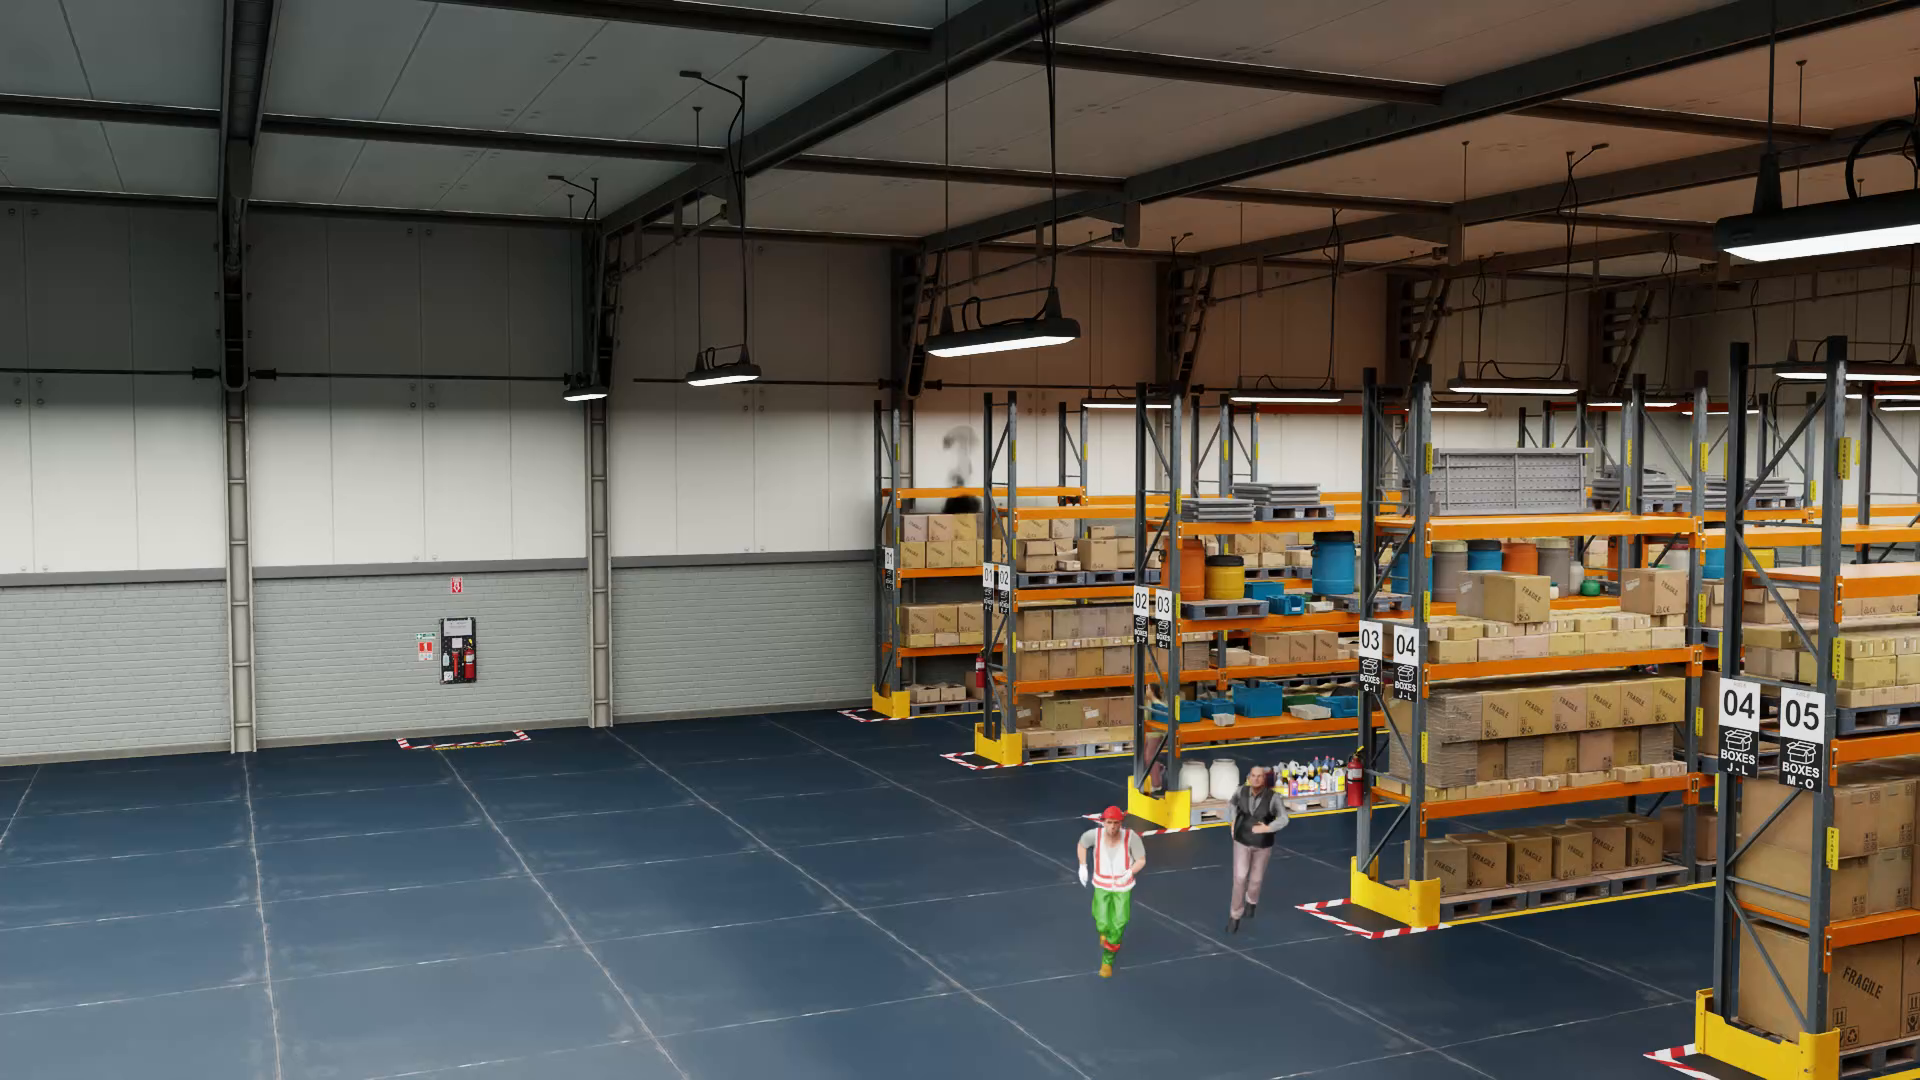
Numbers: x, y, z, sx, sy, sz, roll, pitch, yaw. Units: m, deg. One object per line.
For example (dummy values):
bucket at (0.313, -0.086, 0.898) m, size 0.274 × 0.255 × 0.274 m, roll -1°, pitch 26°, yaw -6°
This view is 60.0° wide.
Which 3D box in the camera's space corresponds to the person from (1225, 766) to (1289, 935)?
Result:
person at (3.184, 3.274, 17.756) m, size 0.653 × 1.770 × 0.763 m, roll 1°, pitch 3°, yaw 15°

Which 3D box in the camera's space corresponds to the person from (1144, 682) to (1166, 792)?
person at (2.860, 2.919, 24.642) m, size 0.565 × 1.637 × 0.569 m, roll -1°, pitch 4°, yaw -21°

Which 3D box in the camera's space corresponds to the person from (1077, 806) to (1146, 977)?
person at (1.466, 3.384, 16.112) m, size 0.652 × 1.707 × 0.745 m, roll 0°, pitch 3°, yaw 3°
